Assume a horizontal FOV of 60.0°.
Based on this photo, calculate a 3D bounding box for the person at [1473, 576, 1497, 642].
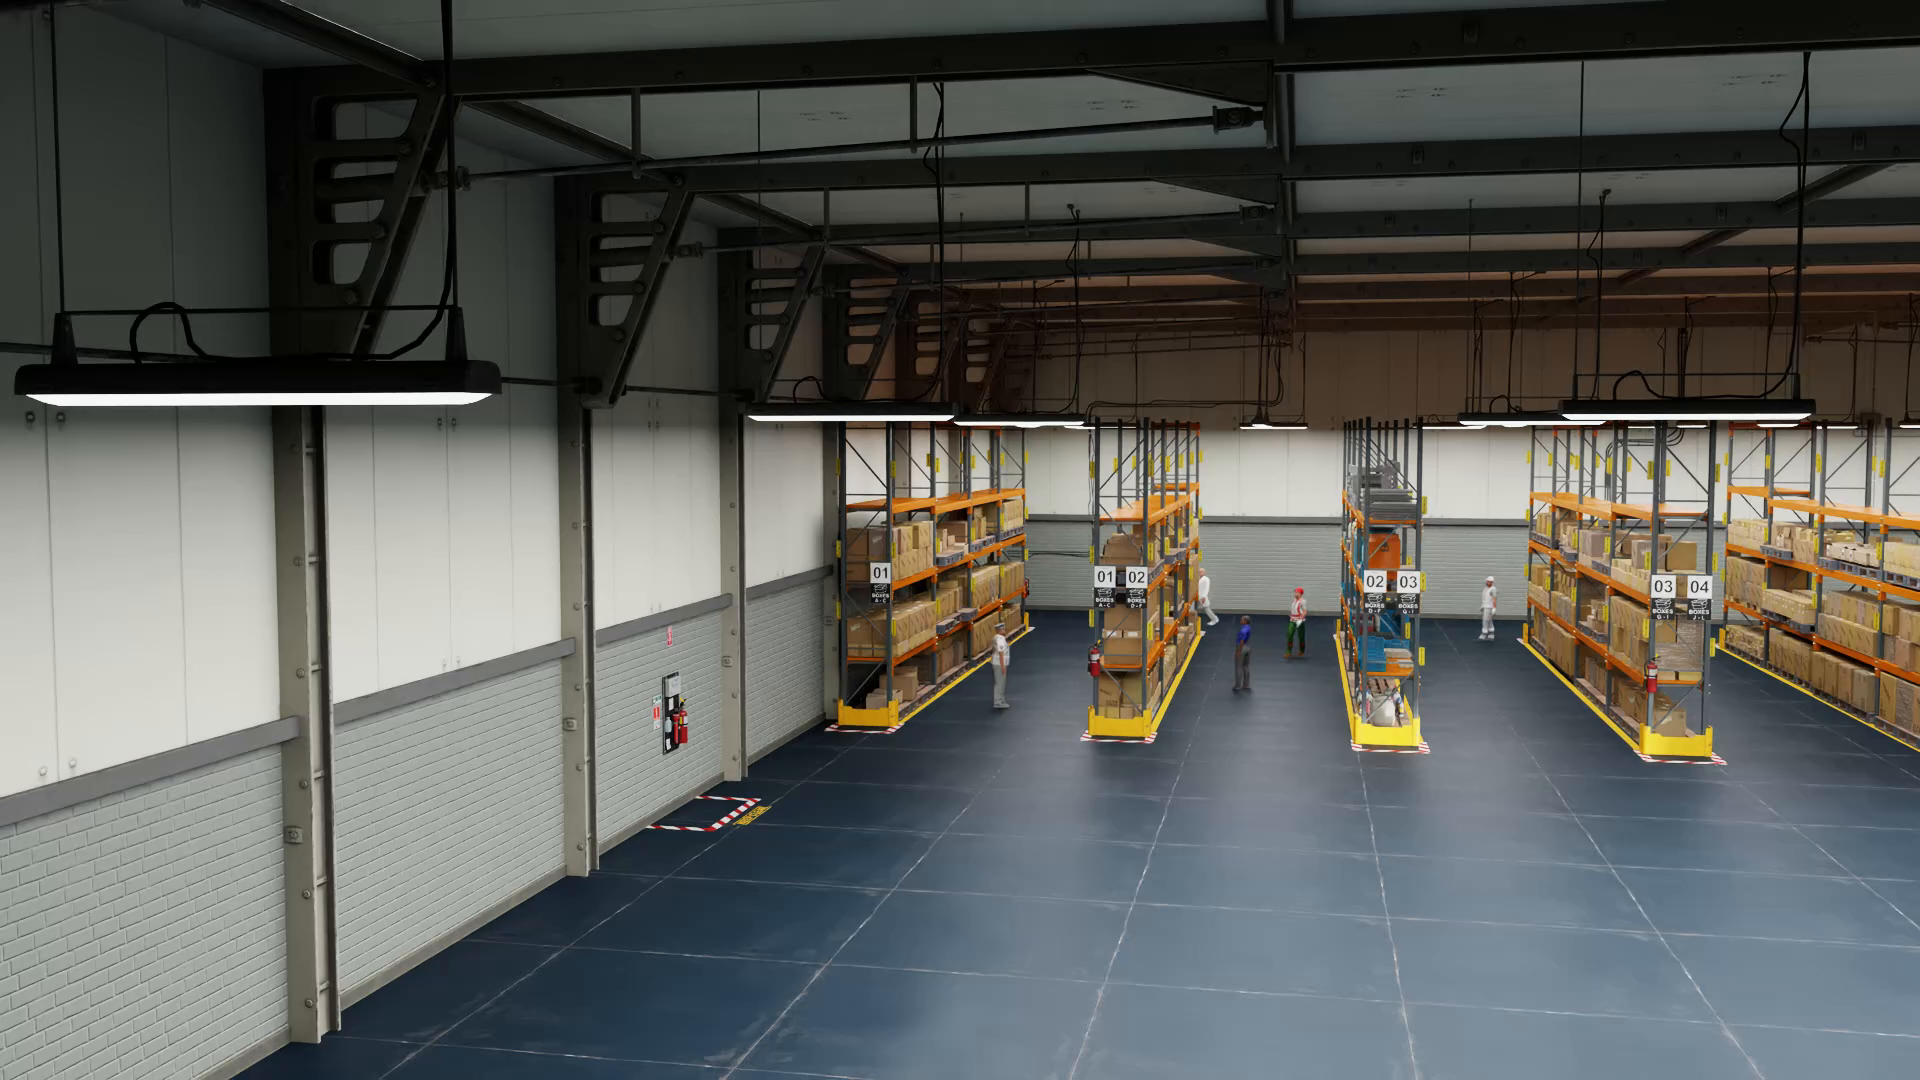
[{"bbox_3d":[14.337,1.882,45.450,0.618,1.795,0.552,0,4,4],"label":"person"}]

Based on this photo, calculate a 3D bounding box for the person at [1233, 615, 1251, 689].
[{"bbox_3d":[6.280,2.502,37.043,0.372,1.669,0.472,3,5,40],"label":"person"}]

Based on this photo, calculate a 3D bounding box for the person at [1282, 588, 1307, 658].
[{"bbox_3d":[8.560,2.092,42.146,0.517,1.766,0.850,2,4,34],"label":"person"}]

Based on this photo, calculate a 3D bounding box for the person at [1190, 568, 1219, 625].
[{"bbox_3d":[7.073,1.694,48.771,1.131,1.737,0.624,-2,4,-34],"label":"person"}]

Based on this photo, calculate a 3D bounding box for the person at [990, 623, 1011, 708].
[{"bbox_3d":[0.875,2.622,34.574,0.469,1.812,0.591,-1,4,-8],"label":"person"}]
